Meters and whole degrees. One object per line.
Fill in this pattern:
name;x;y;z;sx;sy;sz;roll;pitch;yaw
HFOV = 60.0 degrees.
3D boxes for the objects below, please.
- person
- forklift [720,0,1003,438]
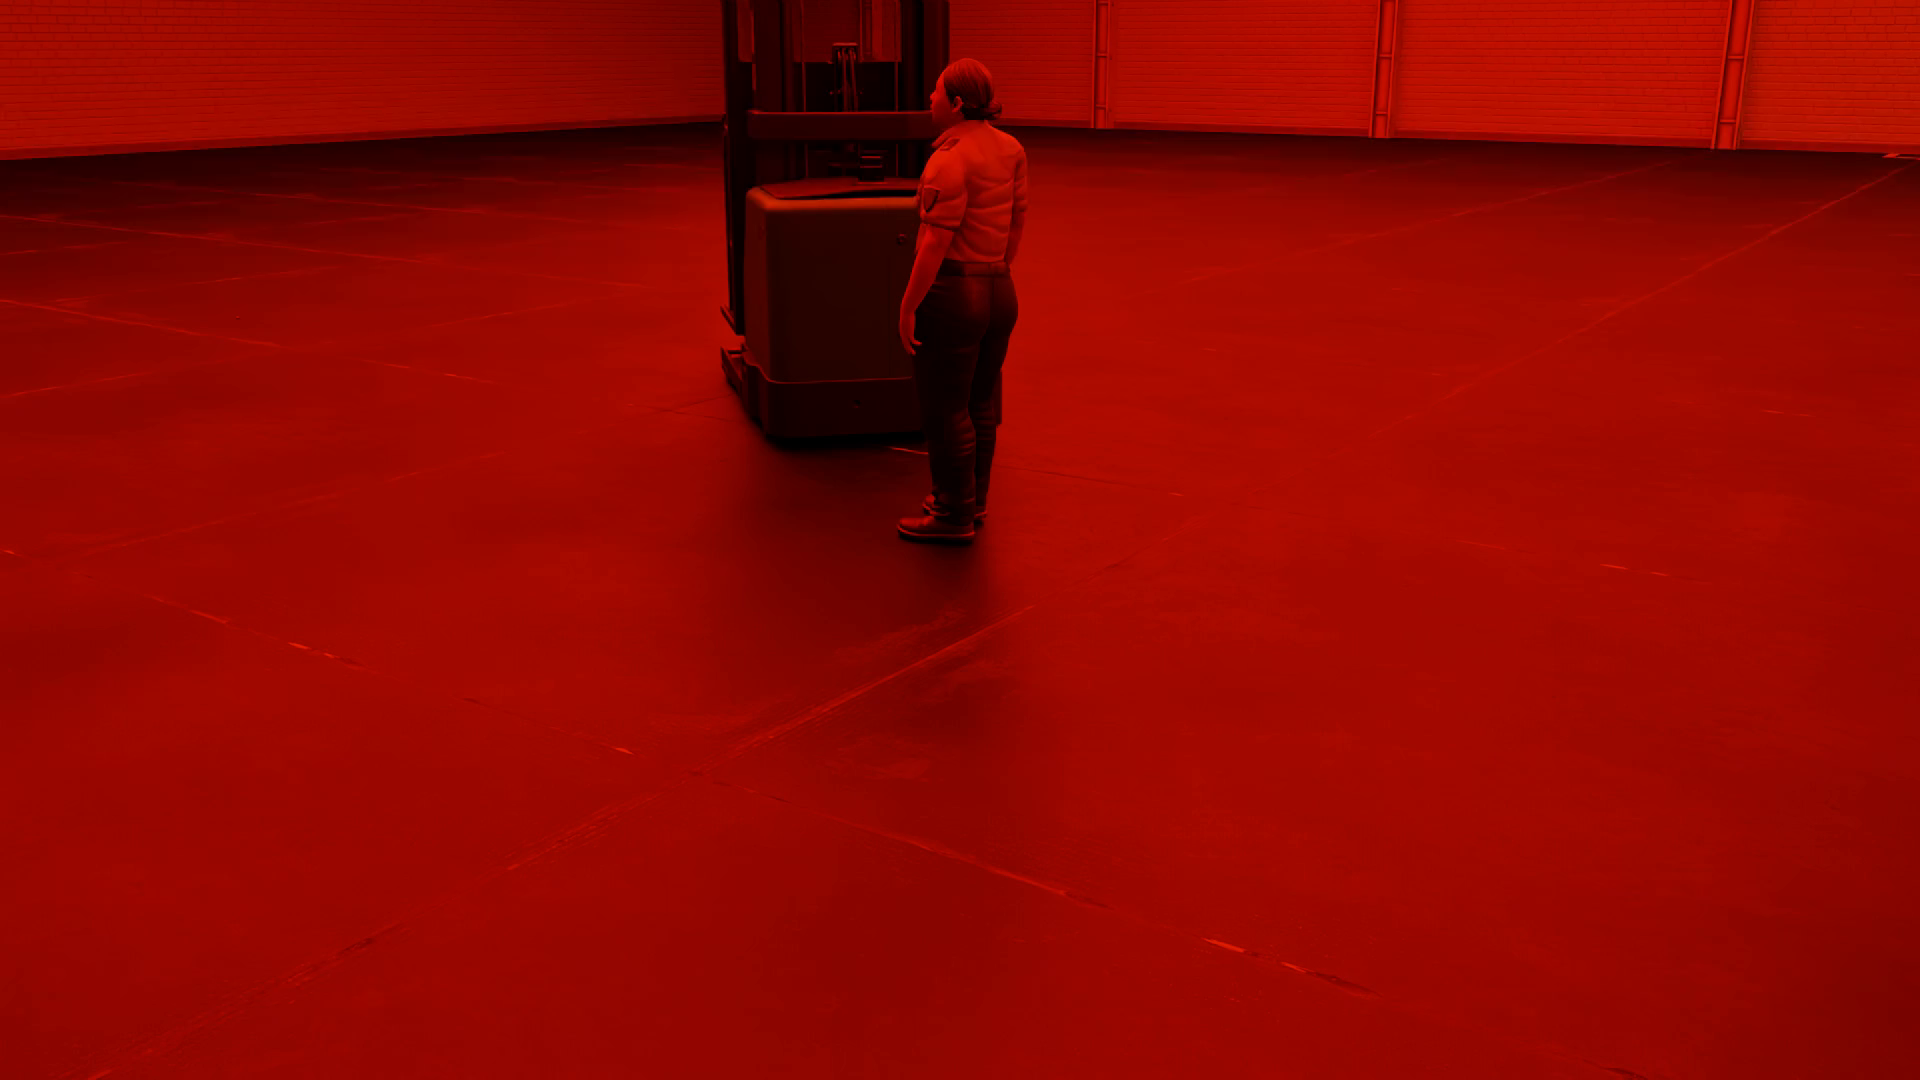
person;-0.061;-0.816;5.778;0.502;1.651;0.598;11;20;33
forklift;-0.648;-2.226;8.277;1.130;2.935;3.031;-4;17;-13
